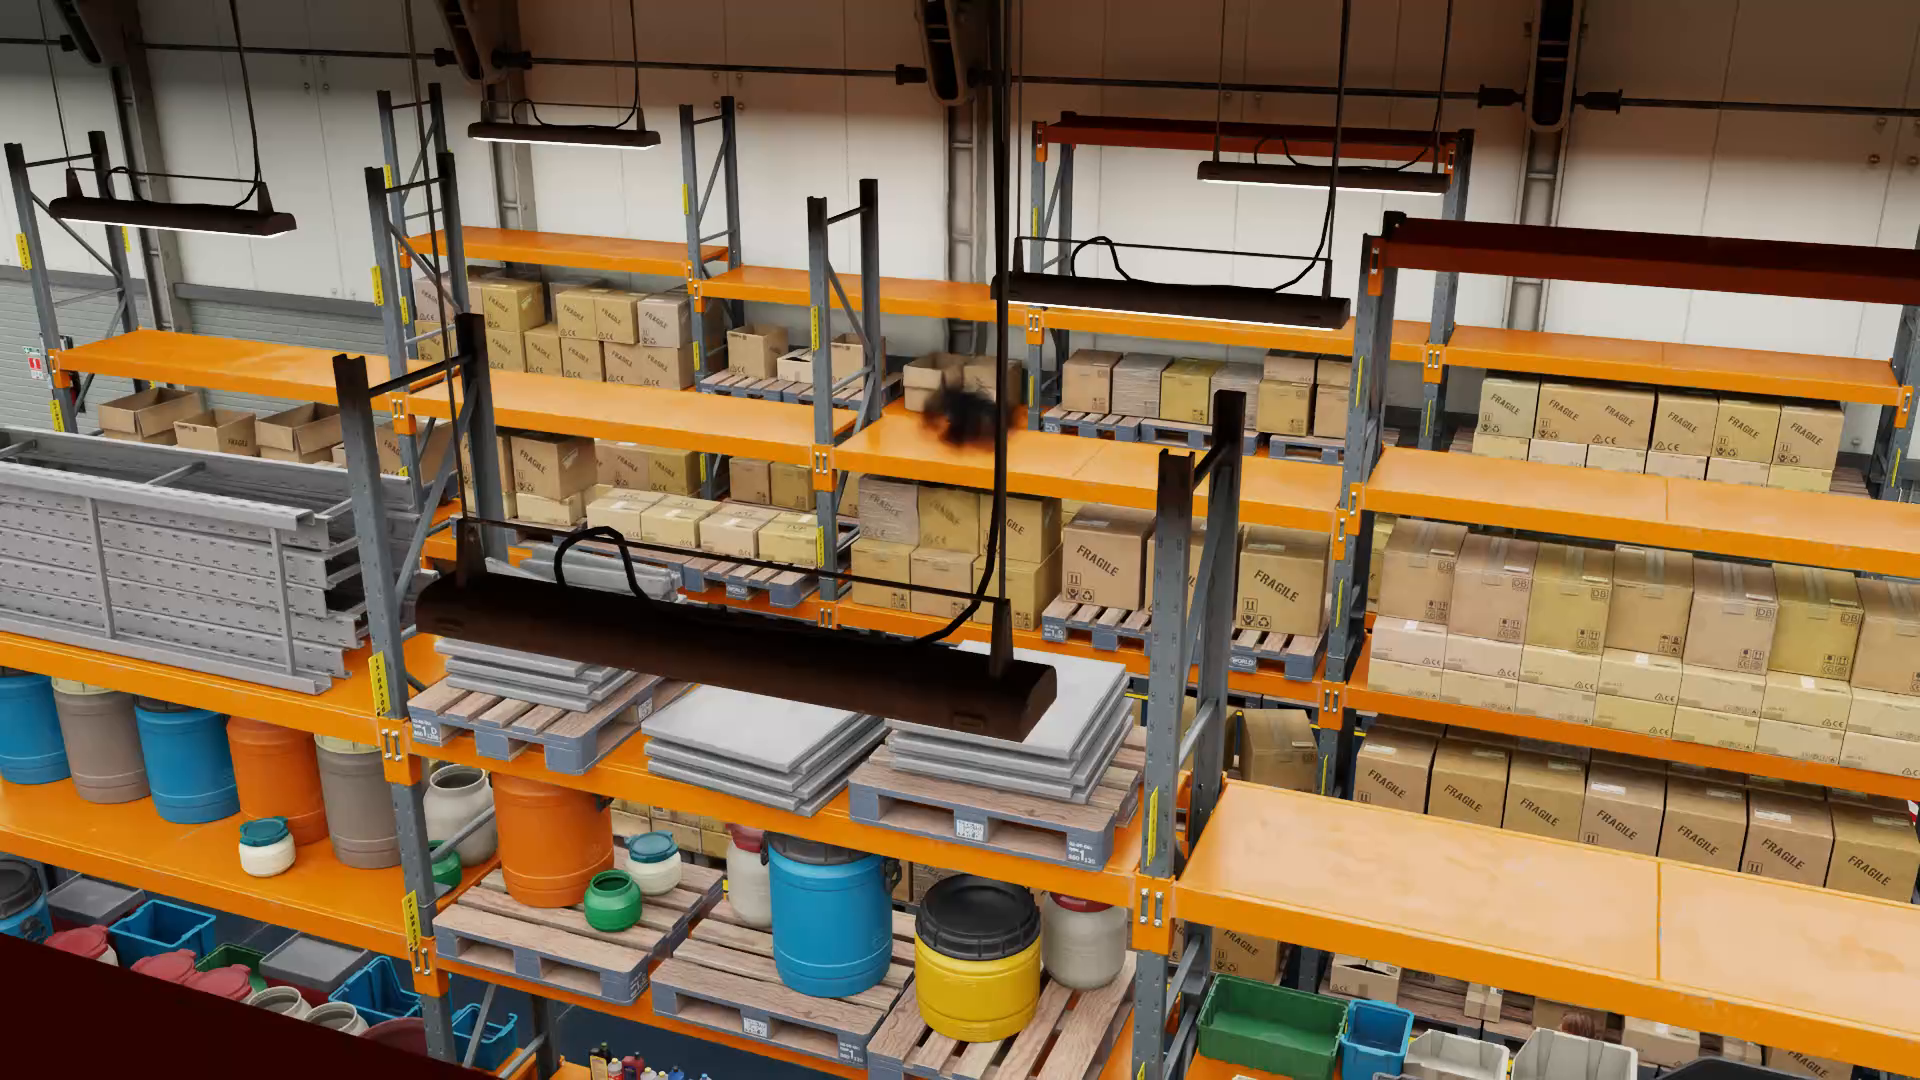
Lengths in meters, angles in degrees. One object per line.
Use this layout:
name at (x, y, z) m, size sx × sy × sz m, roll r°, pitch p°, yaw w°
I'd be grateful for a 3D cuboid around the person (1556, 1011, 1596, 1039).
person at (3.862, 3.660, 10.601) m, size 0.566 × 1.548 × 0.535 m, roll 4°, pitch 21°, yaw 10°
